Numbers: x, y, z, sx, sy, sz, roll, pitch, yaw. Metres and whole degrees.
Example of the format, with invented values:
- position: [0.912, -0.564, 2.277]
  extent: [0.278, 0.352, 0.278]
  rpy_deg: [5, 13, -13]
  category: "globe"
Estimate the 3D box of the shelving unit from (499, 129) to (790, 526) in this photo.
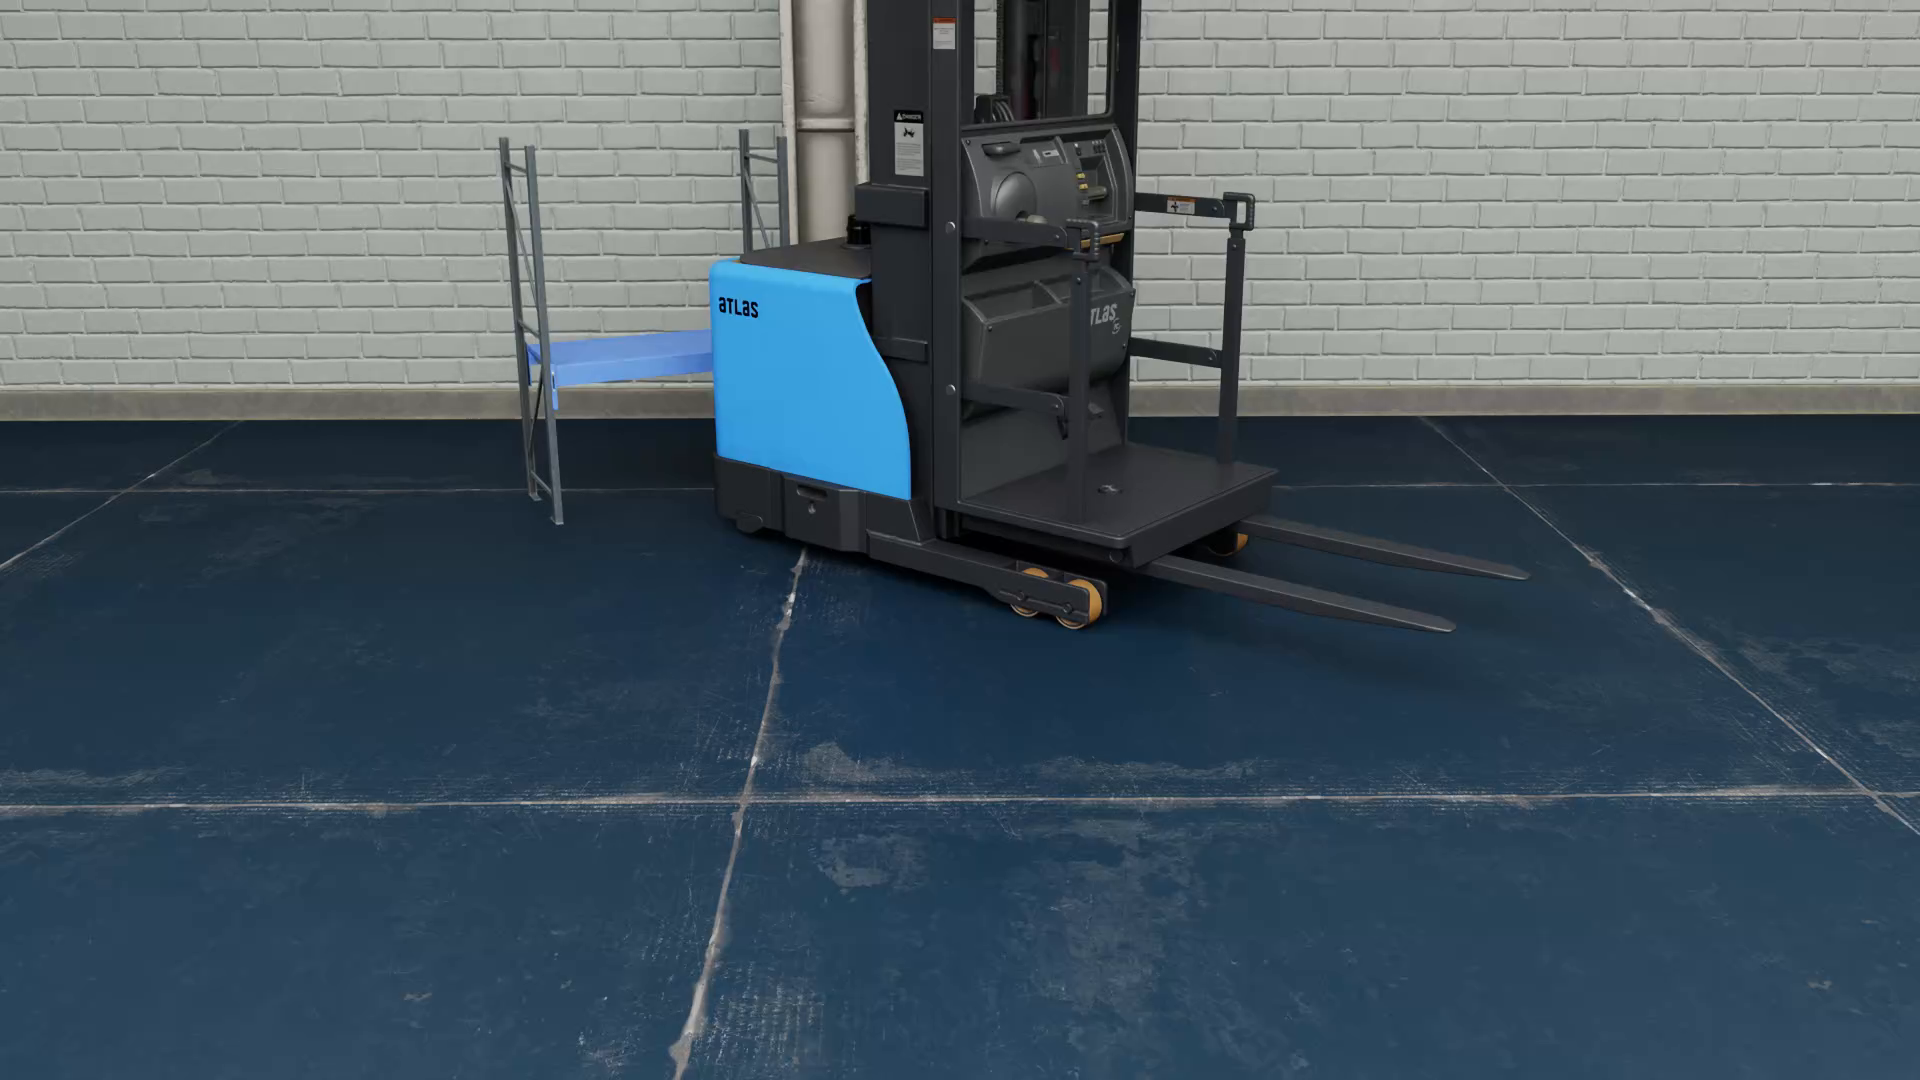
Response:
- position: [-1.278, -0.912, 6.935]
  extent: [1.048, 1.500, 0.538]
  rpy_deg: [-9, 20, -25]
  category: "shelving unit"

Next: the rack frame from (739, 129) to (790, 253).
- position: [-0.824, -0.982, 7.152]
  extent: [0.032, 1.500, 0.500]
  rpy_deg: [-9, 20, -25]
  category: "rack frame"

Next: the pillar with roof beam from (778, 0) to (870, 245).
- position: [-0.568, -3.557, 2.904]
  extent: [0.400, 9.000, 9.100]
  rpy_deg: [0, 18, -1]
  category: "pillar with roof beam"

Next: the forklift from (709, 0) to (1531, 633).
- position: [0.487, -1.277, 5.731]
  extent: [3.031, 2.935, 1.130]
  rpy_deg: [14, 22, 36]
  category: "forklift"

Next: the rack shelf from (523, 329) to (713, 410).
- position: [-1.278, -0.741, 6.990]
  extent: [1.000, 0.185, 0.538]
  rpy_deg: [-9, 20, -25]
  category: "rack shelf"

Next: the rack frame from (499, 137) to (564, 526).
- position: [-1.732, -0.842, 6.718]
  extent: [0.032, 1.500, 0.500]
  rpy_deg: [-9, 20, -25]
  category: "rack frame"
